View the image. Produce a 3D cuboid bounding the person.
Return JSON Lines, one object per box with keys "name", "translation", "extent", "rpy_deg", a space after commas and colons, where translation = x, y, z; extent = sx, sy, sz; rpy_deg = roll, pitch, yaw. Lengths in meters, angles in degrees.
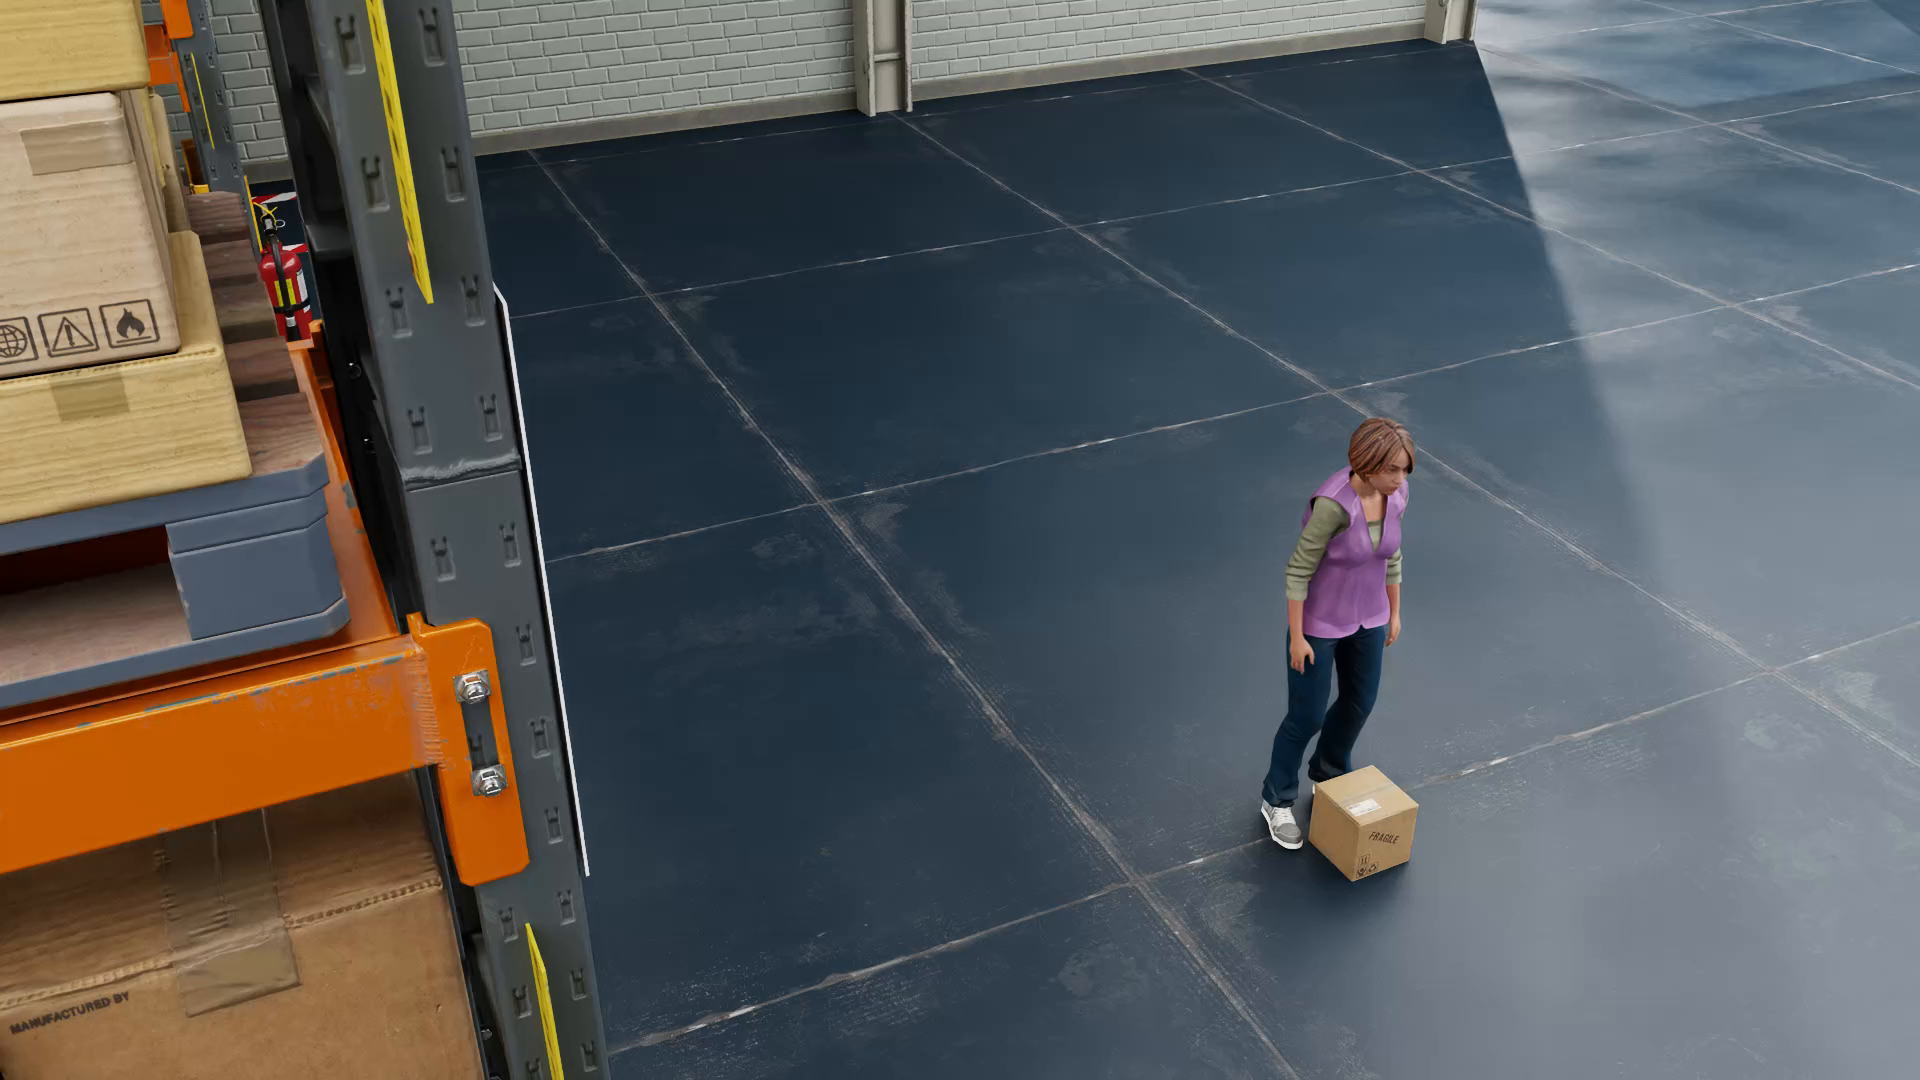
{"name": "person", "translation": [1.289, 0.295, 5.626], "extent": [0.473, 1.592, 0.349], "rpy_deg": [-14, 33, -23]}
